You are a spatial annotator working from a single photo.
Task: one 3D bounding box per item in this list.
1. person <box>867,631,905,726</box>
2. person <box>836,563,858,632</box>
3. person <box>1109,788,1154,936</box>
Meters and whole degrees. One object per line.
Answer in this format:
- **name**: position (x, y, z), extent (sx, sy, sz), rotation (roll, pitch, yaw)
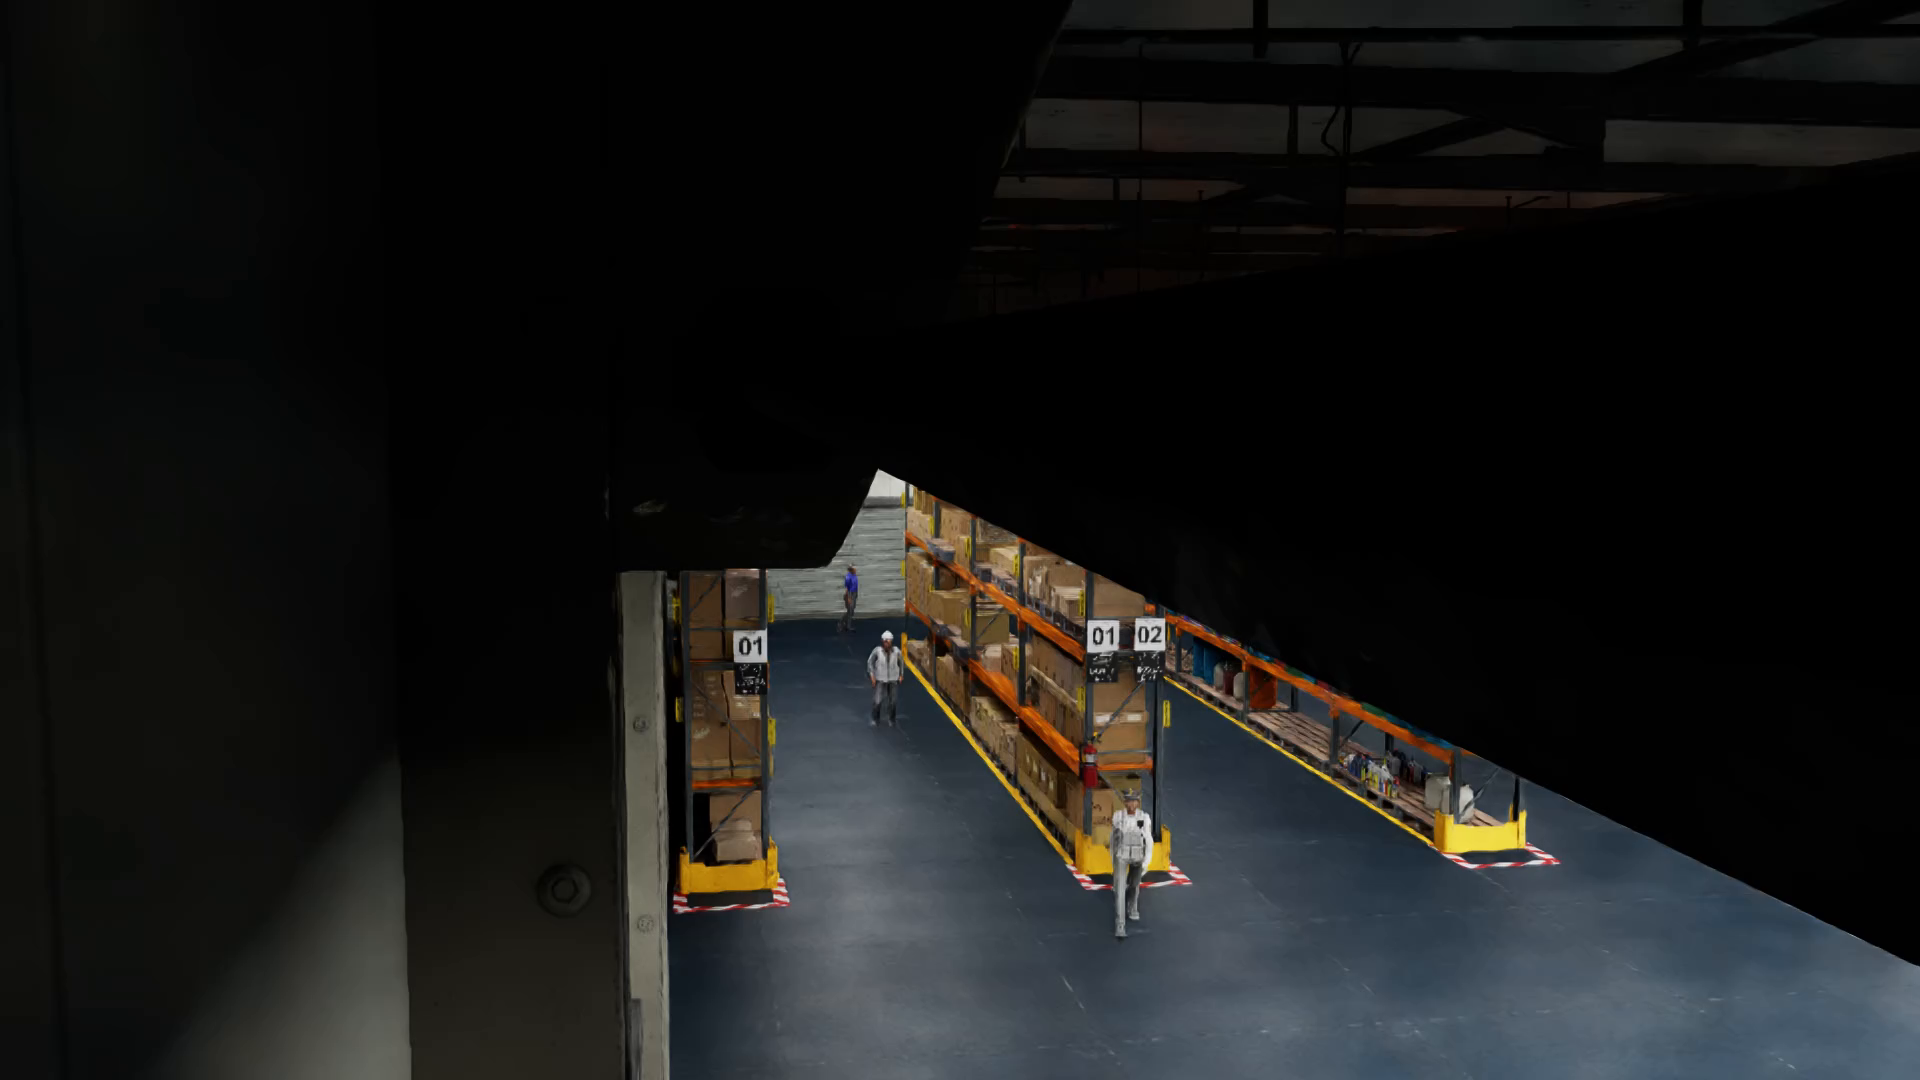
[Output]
- **person**: position (-1.304, 2.441, 29.328), extent (0.677, 1.726, 0.574), rotation (-1, 6, -12)
- **person**: position (-2.691, 1.377, 39.776), extent (0.439, 1.651, 0.626), rotation (3, 7, 24)
- **person**: position (1.930, 3.566, 18.715), extent (0.484, 1.620, 0.978), rotation (0, 6, 0)
